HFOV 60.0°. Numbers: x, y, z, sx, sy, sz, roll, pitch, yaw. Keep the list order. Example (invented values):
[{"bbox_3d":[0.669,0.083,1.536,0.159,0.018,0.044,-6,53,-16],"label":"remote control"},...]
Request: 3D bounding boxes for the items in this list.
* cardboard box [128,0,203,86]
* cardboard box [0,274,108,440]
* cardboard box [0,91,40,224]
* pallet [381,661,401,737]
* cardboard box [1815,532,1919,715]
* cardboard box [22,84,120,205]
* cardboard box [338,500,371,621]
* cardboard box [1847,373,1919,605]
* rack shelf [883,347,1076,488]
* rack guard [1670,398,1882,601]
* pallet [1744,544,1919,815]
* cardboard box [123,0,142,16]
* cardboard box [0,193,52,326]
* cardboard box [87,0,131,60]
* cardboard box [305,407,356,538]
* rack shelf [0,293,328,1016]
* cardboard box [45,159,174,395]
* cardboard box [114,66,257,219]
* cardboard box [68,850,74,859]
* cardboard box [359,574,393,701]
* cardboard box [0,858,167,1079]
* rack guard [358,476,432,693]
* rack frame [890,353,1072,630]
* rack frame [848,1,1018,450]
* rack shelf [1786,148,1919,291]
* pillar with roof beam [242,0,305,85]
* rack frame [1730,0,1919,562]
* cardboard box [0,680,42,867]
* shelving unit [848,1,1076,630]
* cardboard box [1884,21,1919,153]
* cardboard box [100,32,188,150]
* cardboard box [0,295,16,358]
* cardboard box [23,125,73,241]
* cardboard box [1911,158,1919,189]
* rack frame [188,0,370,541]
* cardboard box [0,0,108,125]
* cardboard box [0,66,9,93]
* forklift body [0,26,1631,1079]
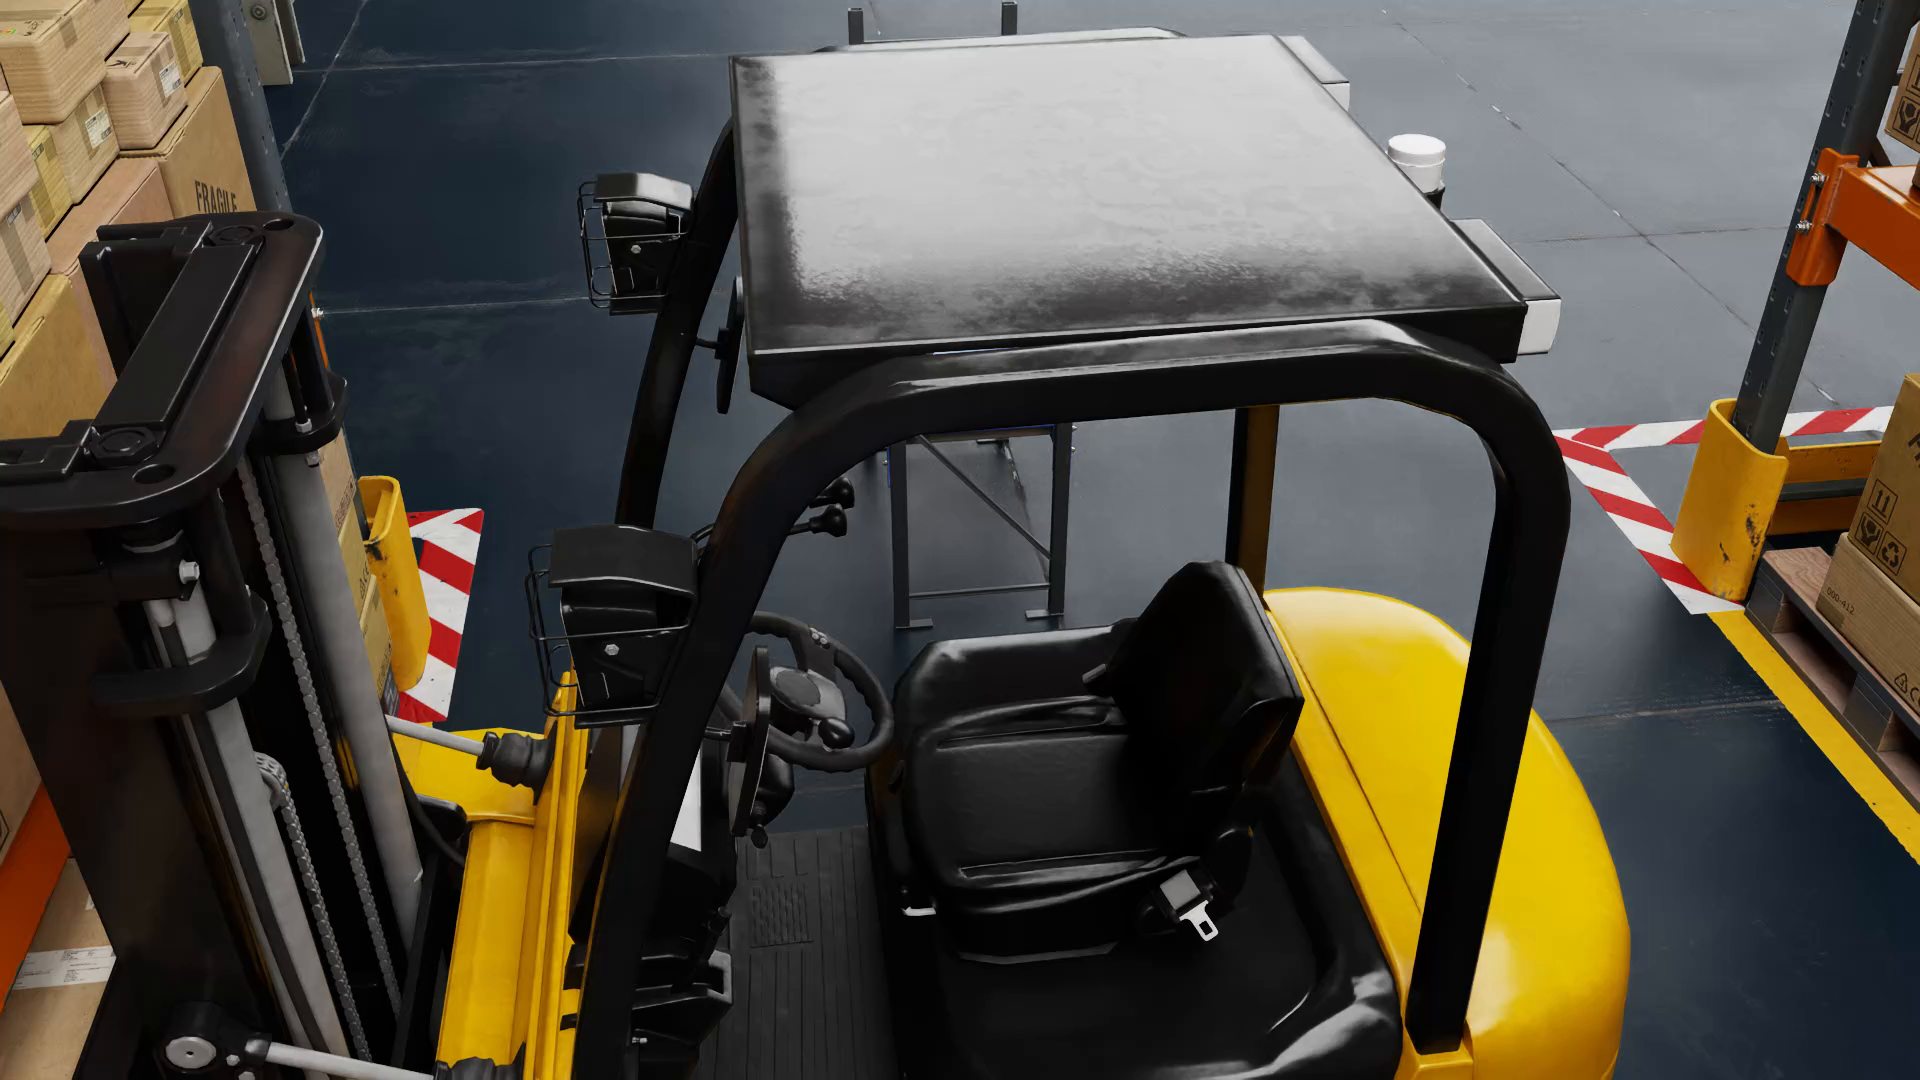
[{"bbox_3d":[-1.782,-0.993,3.379,0.380,0.149,0.250,-4,34,-6],"label":"cardboard box"},{"bbox_3d":[-1.650,-0.066,2.595,0.500,0.500,0.500,-5,35,-7],"label":"cardboard box"},{"bbox_3d":[-1.618,-0.544,2.455,0.380,0.149,0.250,-4,34,-5],"label":"cardboard box"},{"bbox_3d":[-1.962,0.720,4.006,1.003,0.211,1.213,-4,35,-6],"label":"pallet"},{"bbox_3d":[2.646,0.200,4.362,0.500,0.250,0.500,-5,35,-7],"label":"cardboard box"},{"bbox_3d":[-1.744,-0.703,2.954,0.380,0.149,0.250,-4,34,-5],"label":"cardboard box"},{"bbox_3d":[-1.731,0.148,3.994,0.500,0.250,0.500,-5,35,-7],"label":"cardboard box"},{"bbox_3d":[2.650,-0.097,4.131,0.500,0.500,0.500,-5,35,-8],"label":"cardboard box"},{"bbox_3d":[-0.011,-0.519,4.999,0.538,0.185,1.000,-4,35,-6],"label":"rack shelf"},{"bbox_3d":[2.822,-0.159,5.039,1.175,0.500,0.348,-4,35,-6],"label":"rack guard"},{"bbox_3d":[2.896,0.417,4.451,1.003,0.211,1.213,-4,35,-6],"label":"pallet"},{"bbox_3d":[-1.849,-1.104,3.278,0.380,0.149,0.250,-4,35,-6],"label":"cardboard box"},{"bbox_3d":[-1.639,-0.419,2.536,0.380,0.149,0.250,-5,35,-8],"label":"cardboard box"},{"bbox_3d":[-1.785,-0.969,3.079,0.380,0.149,0.250,-4,35,-6],"label":"cardboard box"},{"bbox_3d":[-1.735,-0.073,3.874,0.500,0.250,0.500,-3,34,-5],"label":"cardboard box"},{"bbox_3d":[-1.837,0.557,2.407,1.077,0.370,4.000,-4,35,-6],"label":"rack shelf"},{"bbox_3d":[-1.719,-0.352,3.015,0.500,0.500,0.500,-3,34,-5],"label":"cardboard box"},{"bbox_3d":[-1.780,-0.643,3.440,0.500,0.500,0.500,-5,35,-7],"label":"cardboard box"},{"bbox_3d":[-1.583,0.492,3.045,0.500,0.250,0.500,-4,34,-6],"label":"cardboard box"},{"bbox_3d":[-1.730,0.345,4.149,0.500,0.250,0.500,-4,34,-6],"label":"cardboard box"},{"bbox_3d":[-1.522,0.776,2.629,0.500,0.250,0.500,-5,35,-7],"label":"cardboard box"},{"bbox_3d":[-2.109,0.164,4.566,1.175,0.500,0.348,-4,35,-6],"label":"rack guard"},{"bbox_3d":[0.057,-0.384,4.481,0.500,1.500,0.032,-4,35,-6],"label":"rack frame"},{"bbox_3d":[-0.080,-0.951,5.314,0.500,1.500,0.032,-4,35,-6],"label":"rack frame"},{"bbox_3d":[3.081,0.179,2.962,1.077,0.370,4.000,-4,35,-6],"label":"rack shelf"},{"bbox_3d":[0.553,-6.552,6.874,9.100,9.000,0.400,-4,35,-6],"label":"pillar with roof beam"},{"bbox_3d":[2.812,-1.234,4.397,1.000,3.000,0.127,-4,35,-6],"label":"rack frame"},{"bbox_3d":[-1.571,0.213,2.185,0.500,0.500,0.500,-4,34,-6],"label":"cardboard box"},{"bbox_3d":[-0.011,-0.667,4.897,0.538,1.500,1.048,-4,35,-6],"label":"shelving unit"},{"bbox_3d":[2.601,-1.113,3.866,0.500,0.500,0.500,-5,35,-7],"label":"cardboard box"},{"bbox_3d":[-1.718,-0.853,3.173,0.380,0.149,0.250,-4,34,-6],"label":"cardboard box"},{"bbox_3d":[-1.585,-0.279,2.331,0.380,0.149,0.250,-4,34,-6],"label":"cardboard box"},{"bbox_3d":[-1.722,-0.564,2.749,0.380,0.149,0.250,-5,35,-7],"label":"cardboard box"},{"bbox_3d":[2.653,-0.925,4.167,0.380,0.149,0.250,-4,35,-6],"label":"cardboard box"},{"bbox_3d":[-2.106,-0.856,3.842,1.000,3.000,0.127,-4,35,-6],"label":"rack frame"},{"bbox_3d":[-1.723,-0.825,2.868,0.380,0.149,0.250,-4,34,-5],"label":"cardboard box"},{"bbox_3d":[-1.763,-0.681,2.656,0.380,0.149,0.250,-4,34,-6],"label":"cardboard box"},{"bbox_3d":[-0.043,0.415,2.731,2.313,2.155,1.214,-4,35,-6],"label":"forklift body"}]
